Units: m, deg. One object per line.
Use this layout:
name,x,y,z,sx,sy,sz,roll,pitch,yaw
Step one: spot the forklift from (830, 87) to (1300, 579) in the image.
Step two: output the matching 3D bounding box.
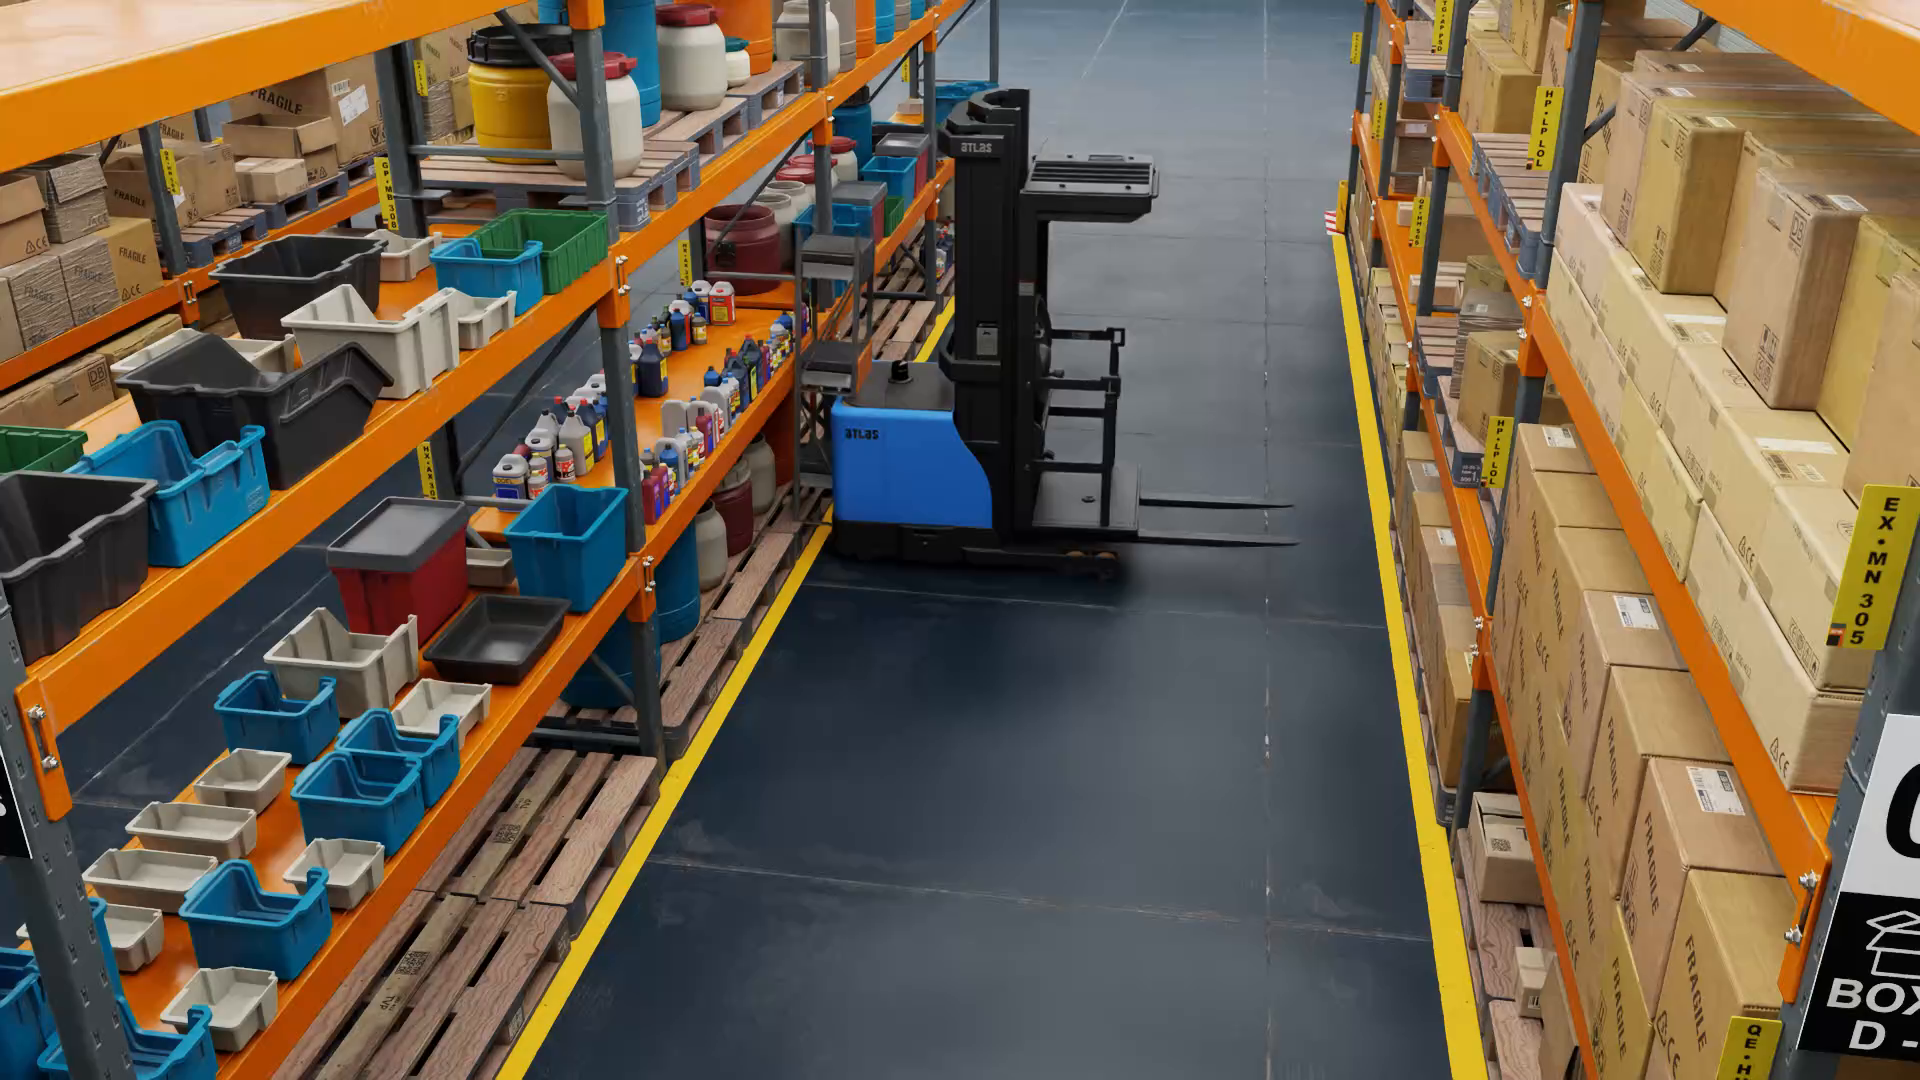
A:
forklift,0.715,-1.317,10.606,3.031,2.935,1.130,3,25,6

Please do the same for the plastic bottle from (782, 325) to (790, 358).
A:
plastic bottle,-1.144,-1.278,10.675,0.097,0.201,0.097,0,25,0

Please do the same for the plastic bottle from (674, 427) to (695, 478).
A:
plastic bottle,-1.473,-0.468,8.862,0.097,0.271,0.097,0,25,0

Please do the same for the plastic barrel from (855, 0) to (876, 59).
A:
plastic barrel,-0.921,-3.987,12.185,0.600,0.830,0.708,4,25,9

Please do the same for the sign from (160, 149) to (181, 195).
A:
sign,-5.715,-2.662,12.034,0.100,0.325,0.005,4,25,9

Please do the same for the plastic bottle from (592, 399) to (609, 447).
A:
plastic bottle,-2.016,-0.651,9.254,0.097,0.271,0.097,0,25,0

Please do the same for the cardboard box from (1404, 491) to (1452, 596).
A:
cardboard box,2.987,0.045,10.045,0.500,0.500,0.500,4,25,8

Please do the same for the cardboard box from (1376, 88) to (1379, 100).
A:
cardboard box,4.647,-4.464,17.131,0.700,0.500,0.500,5,25,10

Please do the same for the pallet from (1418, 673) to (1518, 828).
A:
pallet,2.952,1.106,8.638,1.003,0.211,1.213,4,25,9

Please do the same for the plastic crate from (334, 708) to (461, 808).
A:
plastic crate,-2.054,0.806,6.117,0.416,0.233,0.300,4,25,9

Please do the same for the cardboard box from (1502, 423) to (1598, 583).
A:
cardboard box,2.502,-0.135,6.702,0.500,0.500,0.500,5,25,10

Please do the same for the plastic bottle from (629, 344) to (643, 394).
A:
plastic bottle,-1.993,-1.037,10.074,0.152,0.276,0.135,4,25,9

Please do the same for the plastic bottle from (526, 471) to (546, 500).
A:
plastic bottle,-2.158,-0.255,8.492,0.097,0.201,0.097,0,25,0

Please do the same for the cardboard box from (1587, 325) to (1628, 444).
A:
cardboard box,2.364,-0.501,5.420,0.500,0.250,0.500,4,25,9

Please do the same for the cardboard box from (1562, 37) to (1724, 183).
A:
cardboard box,3.098,-1.940,7.587,0.600,0.600,0.600,4,25,8

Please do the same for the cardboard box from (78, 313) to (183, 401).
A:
cardboard box,-6.396,-1.116,12.106,1.225,0.875,0.875,3,25,6

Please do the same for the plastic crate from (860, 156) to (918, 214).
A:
plastic crate,-0.596,-3.015,14.171,0.392,0.384,0.575,4,25,9

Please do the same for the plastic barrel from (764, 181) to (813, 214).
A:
plastic barrel,-1.350,-2.504,12.929,0.421,0.512,0.421,0,25,0

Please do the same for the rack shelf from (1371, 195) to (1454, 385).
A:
rack shelf,3.837,-1.998,12.828,1.077,0.370,4.000,4,25,9

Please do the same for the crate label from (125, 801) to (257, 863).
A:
crate label,-2.646,1.014,5.785,0.396,0.136,0.243,4,25,9

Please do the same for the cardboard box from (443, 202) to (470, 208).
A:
cardboard box,-5.418,-3.311,17.238,0.500,0.500,0.500,13,28,25

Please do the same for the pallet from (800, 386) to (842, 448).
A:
pallet,-1.211,-0.890,12.903,1.003,0.211,1.213,4,25,9

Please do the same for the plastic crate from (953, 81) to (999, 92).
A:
plastic crate,0.145,-4.880,18.314,0.499,0.251,0.616,4,25,9

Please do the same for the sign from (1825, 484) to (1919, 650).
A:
sign,1.658,0.052,3.017,0.100,0.325,0.005,4,25,9

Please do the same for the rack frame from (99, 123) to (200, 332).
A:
rack frame,-6.263,-2.175,12.359,1.000,3.000,0.127,4,25,9

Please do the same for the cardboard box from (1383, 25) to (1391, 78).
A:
cardboard box,4.558,-4.818,16.357,0.700,0.500,0.500,4,25,9

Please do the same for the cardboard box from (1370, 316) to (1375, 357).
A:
cardboard box,3.768,-1.740,14.177,0.500,0.250,0.500,5,25,10

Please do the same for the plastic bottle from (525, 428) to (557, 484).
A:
plastic bottle,-2.225,-0.443,8.804,0.152,0.276,0.135,4,25,9

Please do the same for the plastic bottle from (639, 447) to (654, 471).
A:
plastic bottle,-1.645,-0.390,8.779,0.097,0.201,0.097,0,25,0

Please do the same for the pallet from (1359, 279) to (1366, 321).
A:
pallet,4.335,-2.227,15.758,1.003,0.211,1.213,4,25,9

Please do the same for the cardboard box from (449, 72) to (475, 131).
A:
cardboard box,-5.358,-4.419,16.683,0.875,0.500,0.500,4,25,9

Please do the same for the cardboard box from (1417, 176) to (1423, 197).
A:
cardboard box,4.126,-2.883,14.048,0.500,0.250,0.500,6,26,12

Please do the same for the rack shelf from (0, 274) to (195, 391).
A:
rack shelf,-6.589,-1.013,10.724,1.077,0.370,4.000,4,25,9

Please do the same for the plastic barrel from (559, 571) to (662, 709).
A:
plastic barrel,-1.924,0.375,8.891,0.600,0.901,0.708,4,25,9

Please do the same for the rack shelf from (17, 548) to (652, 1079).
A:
rack shelf,-2.357,1.003,6.417,1.077,0.370,4.000,4,25,9

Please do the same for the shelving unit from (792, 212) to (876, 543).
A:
shelving unit,-0.827,-1.034,10.866,0.431,2.100,0.503,6,23,6

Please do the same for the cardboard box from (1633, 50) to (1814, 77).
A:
cardboard box,2.814,-1.465,6.006,0.700,0.500,0.500,4,25,9

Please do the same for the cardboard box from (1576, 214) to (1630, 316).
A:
cardboard box,2.452,-0.936,5.760,0.500,0.250,0.500,4,25,9

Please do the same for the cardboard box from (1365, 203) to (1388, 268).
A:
cardboard box,4.117,-2.862,15.690,0.500,0.500,0.500,4,25,9

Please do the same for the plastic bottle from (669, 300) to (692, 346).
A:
plastic bottle,-1.841,-1.424,10.899,0.152,0.276,0.135,4,25,9

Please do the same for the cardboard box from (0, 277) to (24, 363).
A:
cardboard box,-6.352,-1.359,10.496,0.500,0.500,0.500,5,25,10

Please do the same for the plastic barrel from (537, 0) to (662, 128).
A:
plastic barrel,-1.902,-2.659,8.768,0.600,0.901,0.708,4,25,9

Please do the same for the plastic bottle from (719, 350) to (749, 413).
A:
plastic bottle,-1.327,-0.936,9.770,0.144,0.351,0.185,4,25,9

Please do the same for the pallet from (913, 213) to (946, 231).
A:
pallet,-0.173,-3.540,18.565,1.003,0.211,1.213,4,25,9

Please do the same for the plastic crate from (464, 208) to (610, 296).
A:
plastic crate,-1.801,-1.223,7.037,0.450,0.188,0.662,4,25,9

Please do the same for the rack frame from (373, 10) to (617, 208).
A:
rack frame,-2.030,-2.876,6.780,1.000,3.000,0.127,4,25,9

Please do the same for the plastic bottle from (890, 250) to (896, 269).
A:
plastic bottle,-0.720,-2.840,16.474,0.152,0.276,0.135,4,25,9

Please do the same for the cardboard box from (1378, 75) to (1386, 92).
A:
cardboard box,4.332,-4.484,16.408,0.380,0.149,0.250,4,25,8

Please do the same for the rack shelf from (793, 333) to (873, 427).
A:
rack shelf,-0.827,-1.021,10.872,0.431,0.518,0.480,6,23,6

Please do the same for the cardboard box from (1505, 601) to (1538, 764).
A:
cardboard box,2.424,0.549,6.421,0.500,0.500,0.500,4,25,9

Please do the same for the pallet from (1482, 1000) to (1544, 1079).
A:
pallet,2.546,2.248,6.199,1.003,0.211,1.213,4,25,9

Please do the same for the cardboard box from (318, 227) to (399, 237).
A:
cardboard box,-5.730,-2.660,15.824,0.700,0.500,0.500,2,25,4

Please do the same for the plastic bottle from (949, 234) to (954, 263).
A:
plastic bottle,-0.082,-2.928,16.652,0.061,0.283,0.133,5,26,11

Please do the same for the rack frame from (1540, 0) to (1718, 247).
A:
rack frame,2.856,-2.531,6.043,1.000,3.000,0.127,4,25,9

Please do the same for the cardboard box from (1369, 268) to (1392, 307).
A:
cardboard box,3.850,-2.203,14.506,0.500,0.311,0.500,4,25,9
